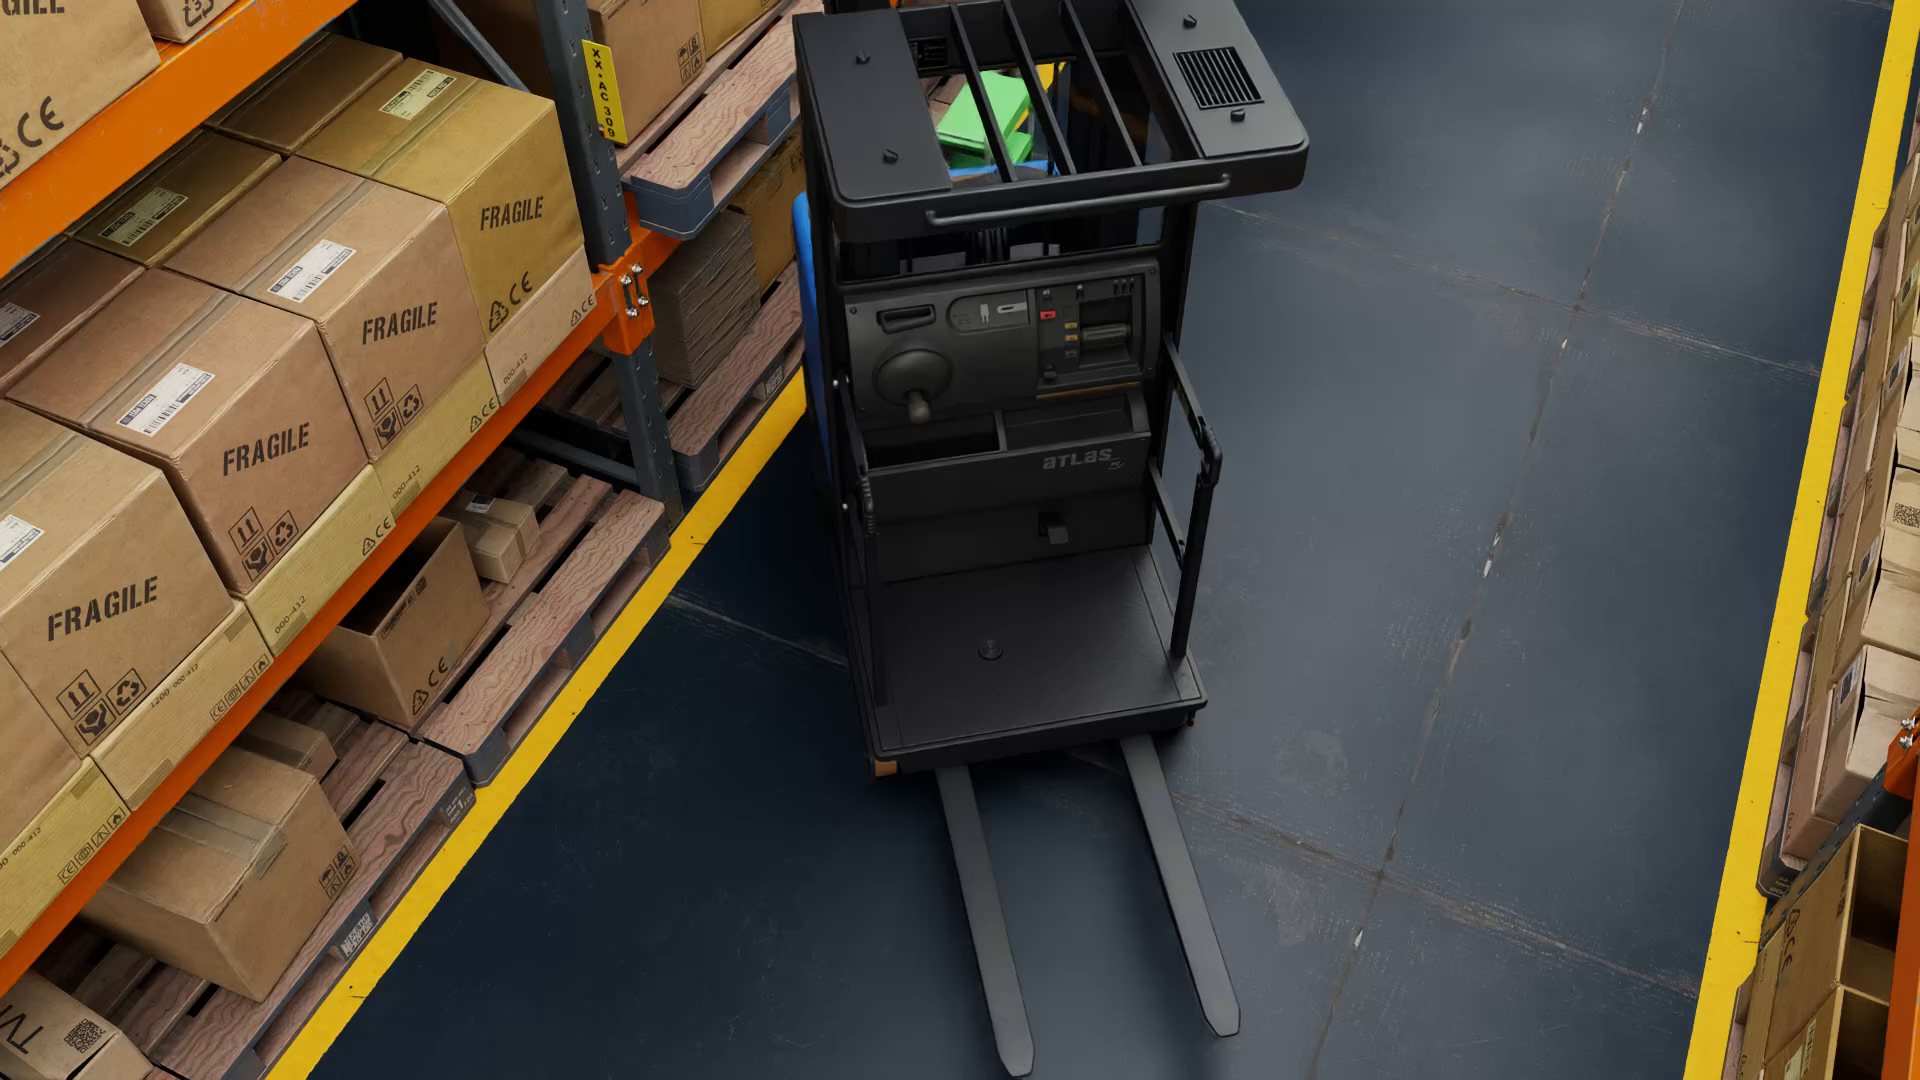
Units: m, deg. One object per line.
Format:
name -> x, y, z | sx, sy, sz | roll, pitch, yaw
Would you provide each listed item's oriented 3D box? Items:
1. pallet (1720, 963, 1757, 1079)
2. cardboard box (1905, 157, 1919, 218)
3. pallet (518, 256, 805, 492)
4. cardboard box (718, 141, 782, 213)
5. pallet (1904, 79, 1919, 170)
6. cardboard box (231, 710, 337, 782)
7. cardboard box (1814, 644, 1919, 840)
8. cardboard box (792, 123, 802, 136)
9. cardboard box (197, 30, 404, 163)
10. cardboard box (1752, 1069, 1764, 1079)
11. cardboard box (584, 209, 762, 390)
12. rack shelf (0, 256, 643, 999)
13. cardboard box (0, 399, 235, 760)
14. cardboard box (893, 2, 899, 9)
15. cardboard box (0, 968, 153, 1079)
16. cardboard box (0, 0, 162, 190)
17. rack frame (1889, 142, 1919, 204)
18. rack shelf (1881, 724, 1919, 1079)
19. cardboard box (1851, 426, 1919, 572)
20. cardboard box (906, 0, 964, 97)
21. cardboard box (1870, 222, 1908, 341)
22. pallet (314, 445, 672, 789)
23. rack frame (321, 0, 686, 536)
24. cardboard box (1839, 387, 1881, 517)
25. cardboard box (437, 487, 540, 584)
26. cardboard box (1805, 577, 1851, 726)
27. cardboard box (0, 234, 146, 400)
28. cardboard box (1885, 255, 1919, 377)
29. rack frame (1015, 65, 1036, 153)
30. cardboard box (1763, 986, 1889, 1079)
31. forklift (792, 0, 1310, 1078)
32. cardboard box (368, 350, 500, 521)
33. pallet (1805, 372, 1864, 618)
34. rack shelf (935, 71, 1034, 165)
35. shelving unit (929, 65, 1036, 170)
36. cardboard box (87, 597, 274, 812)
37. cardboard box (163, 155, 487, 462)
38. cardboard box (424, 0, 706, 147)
pallet -> 2.579, 1.862, 4.527 | 1.003, 0.211, 1.213 | 20, 52, 16
cardboard box -> 4.177, -1.492, 6.712 | 0.500, 0.311, 0.500 | 21, 53, 17
pallet -> -1.192, -0.818, 6.808 | 1.003, 0.211, 1.213 | 20, 52, 16
cardboard box -> -1.039, -1.577, 6.483 | 0.500, 0.250, 0.500 | 19, 52, 15
pallet -> 5.019, -1.929, 7.753 | 1.003, 0.211, 1.213 | 20, 52, 16
cardboard box -> -2.225, 0.691, 5.276 | 0.380, 0.149, 0.250 | 16, 51, 13
cardboard box -> 2.871, 0.625, 4.910 | 0.500, 0.311, 0.500 | 20, 52, 16
cardboard box -> -0.794, -1.740, 7.114 | 0.700, 0.500, 0.500 | 20, 53, 16
cardboard box -> -1.913, -1.131, 4.835 | 0.500, 0.500, 0.500 | 19, 52, 15
cardboard box -> 2.267, 1.742, 4.328 | 0.500, 0.250, 0.500 | 20, 52, 16
cardboard box -> -1.224, -1.030, 6.509 | 0.700, 0.500, 0.500 | 21, 53, 17
rack shelf -> -2.378, 0.425, 4.391 | 1.077, 0.370, 4.000 | 20, 52, 16
cardboard box -> -2.100, 0.087, 3.799 | 0.500, 0.500, 0.500 | 21, 53, 17
cardboard box -> -0.591, -2.275, 7.076 | 0.500, 0.250, 0.500 | 20, 52, 16
cardboard box -> -2.612, 1.458, 4.516 | 0.500, 0.311, 0.500 | 24, 54, 19
cardboard box -> -1.946, -1.030, 3.109 | 0.500, 0.500, 0.500 | 18, 52, 15
rack frame -> 4.666, -2.331, 6.263 | 1.000, 3.000, 0.127 | 20, 52, 16
rack shelf -> 2.103, 2.034, 3.022 | 1.077, 0.370, 4.000 | 20, 52, 16
cardboard box -> 3.303, -0.078, 5.508 | 0.500, 0.311, 0.500 | 20, 52, 16
cardboard box -> -0.400, -2.443, 7.711 | 0.700, 0.500, 0.500 | 20, 52, 16
cardboard box -> 3.963, -0.964, 6.630 | 0.500, 0.250, 0.500 | 18, 52, 15
pallet -> -1.778, 0.192, 5.948 | 1.003, 0.211, 1.213 | 20, 52, 16
rack frame -> -1.524, -1.185, 5.289 | 1.000, 3.000, 0.127 | 20, 52, 16
cardboard box -> 3.527, -0.251, 6.024 | 0.500, 0.250, 0.500 | 21, 53, 17
cardboard box -> -1.725, -0.032, 5.879 | 0.380, 0.166, 0.250 | 14, 51, 11
cardboard box -> 3.090, 0.451, 5.426 | 0.500, 0.250, 0.500 | 19, 52, 16
cardboard box -> -2.355, -0.434, 4.243 | 0.500, 0.500, 0.500 | 21, 53, 17
cardboard box -> 3.740, -0.777, 6.103 | 0.500, 0.311, 0.500 | 19, 52, 15
rack frame -> 0.173, -1.474, 6.716 | 0.240, 1.200, 0.015 | 17, 52, 14
cardboard box -> 2.269, 1.500, 4.041 | 0.500, 0.500, 0.500 | 20, 52, 16
forklift -> 0.177, -0.475, 4.730 | 1.130, 2.935, 3.031 | -9, 50, -7
cardboard box -> -1.672, -0.378, 4.687 | 0.500, 0.250, 0.500 | 20, 52, 16
pallet -> 3.756, -0.036, 6.142 | 1.003, 0.211, 1.213 | 20, 52, 16
rack shelf -> 0.084, -1.570, 6.252 | 0.258, 0.148, 0.480 | 17, 52, 14
shelving unit -> 0.084, -1.301, 6.569 | 0.258, 1.200, 0.503 | 17, 52, 14
cardboard box -> -2.087, 0.320, 4.093 | 0.500, 0.250, 0.500 | 20, 53, 16
cardboard box -> -1.654, -0.614, 4.396 | 0.500, 0.500, 0.500 | 20, 52, 16
cardboard box -> -1.275, -1.700, 5.372 | 0.700, 0.500, 0.500 | 20, 52, 16
